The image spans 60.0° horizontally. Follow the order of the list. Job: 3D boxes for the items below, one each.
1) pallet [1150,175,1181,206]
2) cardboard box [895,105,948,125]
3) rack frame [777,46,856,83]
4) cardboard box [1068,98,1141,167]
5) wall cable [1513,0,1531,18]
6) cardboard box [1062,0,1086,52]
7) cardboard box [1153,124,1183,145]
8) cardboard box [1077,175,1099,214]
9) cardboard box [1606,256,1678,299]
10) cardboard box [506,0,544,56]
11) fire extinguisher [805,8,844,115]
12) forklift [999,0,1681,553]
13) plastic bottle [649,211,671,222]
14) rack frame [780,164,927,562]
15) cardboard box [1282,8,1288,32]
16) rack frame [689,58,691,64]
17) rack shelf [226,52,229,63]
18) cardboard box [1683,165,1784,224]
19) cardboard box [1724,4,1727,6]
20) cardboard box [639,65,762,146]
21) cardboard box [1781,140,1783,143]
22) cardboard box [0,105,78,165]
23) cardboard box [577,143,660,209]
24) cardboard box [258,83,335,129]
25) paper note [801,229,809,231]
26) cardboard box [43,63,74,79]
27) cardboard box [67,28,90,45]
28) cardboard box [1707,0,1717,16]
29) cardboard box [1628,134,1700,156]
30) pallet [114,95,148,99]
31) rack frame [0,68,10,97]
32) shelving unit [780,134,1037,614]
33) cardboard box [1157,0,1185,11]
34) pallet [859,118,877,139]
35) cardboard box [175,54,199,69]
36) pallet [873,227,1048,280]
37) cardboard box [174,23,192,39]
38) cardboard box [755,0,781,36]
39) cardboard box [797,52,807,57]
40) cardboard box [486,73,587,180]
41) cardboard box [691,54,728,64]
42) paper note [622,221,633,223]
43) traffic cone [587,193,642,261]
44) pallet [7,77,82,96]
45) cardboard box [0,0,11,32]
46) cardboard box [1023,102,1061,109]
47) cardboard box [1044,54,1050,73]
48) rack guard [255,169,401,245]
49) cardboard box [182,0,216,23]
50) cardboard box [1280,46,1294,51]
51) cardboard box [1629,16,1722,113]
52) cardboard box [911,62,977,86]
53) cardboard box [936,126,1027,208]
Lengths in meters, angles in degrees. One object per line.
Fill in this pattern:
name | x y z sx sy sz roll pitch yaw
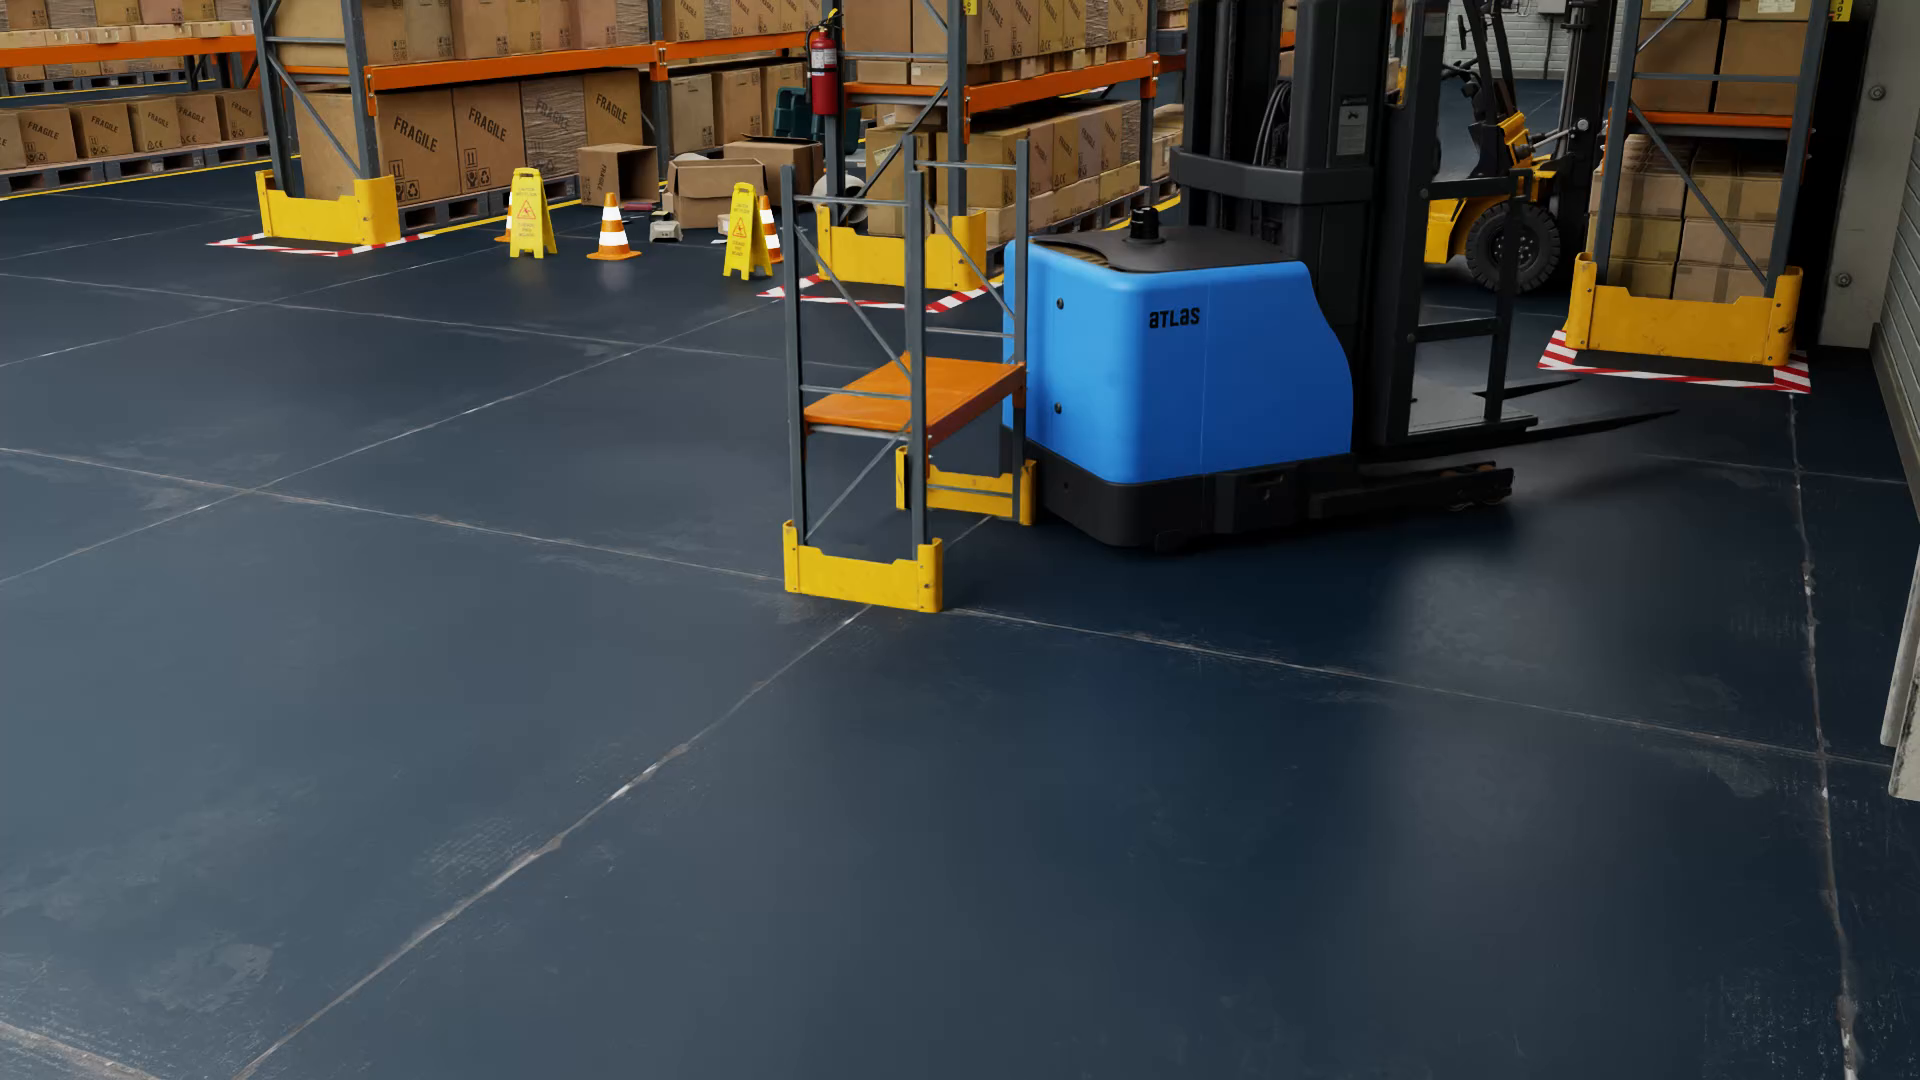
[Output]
pallet | 1.521 -3.330 15.517 1.003 0.211 1.213 9 21 23
cardboard box | -0.255 -3.146 12.228 0.380 0.149 0.250 9 22 24
rack frame | -1.716 -6.277 19.641 1.000 3.000 0.127 9 21 23
cardboard box | 1.206 -3.443 14.032 0.500 0.500 0.500 8 21 22
wall cable | 9.704 -10.088 28.843 0.588 1.984 0.122 9 21 23
cardboard box | 0.630 -3.948 12.500 0.500 0.500 0.500 8 21 22
cardboard box | 1.708 -3.746 15.821 0.950 0.372 0.625 10 22 26
cardboard box | 0.786 -2.771 13.261 0.500 0.250 0.500 9 21 24
cardboard box | 4.000 -1.592 9.946 0.500 0.250 0.500 9 21 23
cardboard box | -4.152 -4.514 14.461 0.875 0.550 0.500 9 21 23
fire extinguisher | -0.901 -3.174 11.034 0.296 0.674 0.183 9 21 23
forklift | 1.722 -1.647 6.727 3.031 2.935 1.130 -9 21 -23
plastic bottle | -2.542 -2.752 14.115 0.133 0.061 0.283 1 20 4
rack frame | -0.351 -0.492 5.615 0.500 1.500 0.032 8 21 20
cardboard box | 3.272 -5.673 18.167 0.500 0.250 0.500 8 21 22
rack frame | -4.561 -8.211 25.080 1.000 3.000 0.127 9 21 23
rack shelf | -7.018 -6.038 20.043 1.077 0.370 4.000 9 21 23
cardboard box | 4.465 -1.997 9.593 0.500 0.250 0.500 8 21 22
cardboard box | 5.116 -3.511 11.716 0.500 0.500 0.500 9 21 24
cardboard box | -2.783 -4.688 17.905 1.050 0.750 0.750 9 21 23
cardboard box | 5.515 -2.765 11.752 0.500 0.250 0.500 8 21 22
cardboard box | -8.991 -3.939 16.171 0.500 0.500 0.500 15 25 37
cardboard box | -3.053 -3.262 14.891 0.500 0.500 0.500 13 23 32
cardboard box | -7.566 -4.980 19.068 0.700 0.500 0.500 7 21 19
paper note | -1.271 -2.524 13.552 0.032 0.001 0.123 9 21 23
cardboard box | -14.579 -7.639 26.545 0.500 0.500 0.500 8 21 21
cardboard box | -8.635 -4.862 16.037 0.380 0.149 0.250 9 21 23
cardboard box | 4.222 -3.153 9.741 0.380 0.149 0.250 9 21 24
cardboard box | 4.838 -2.686 11.528 0.500 0.250 0.500 9 22 25
pallet | -11.071 -6.122 23.369 1.003 0.211 1.213 9 21 23
rack frame | -15.235 -8.348 25.467 1.000 3.000 0.127 9 21 23
shelving unit | -0.161 -0.654 6.068 0.587 1.500 1.083 8 21 20
cardboard box | 1.657 -4.895 14.535 0.500 0.500 0.500 9 22 24
pallet | -1.394 -5.201 20.779 1.003 0.211 1.213 9 21 23
cardboard box | -13.538 -8.411 28.716 0.500 0.500 0.500 8 21 22
pallet | -0.038 -2.136 12.159 1.003 0.211 1.213 9 21 23
cardboard box | -8.149 -5.247 17.122 0.380 0.149 0.250 9 21 23
cardboard box | -2.271 -5.687 17.834 0.500 0.500 0.500 9 21 24
cardboard box | -1.675 -5.895 20.553 0.500 0.250 0.500 8 21 21
cardboard box | -4.041 -3.792 15.199 0.875 0.875 0.875 9 21 23
cardboard box | -4.218 -7.598 25.902 0.875 0.875 0.875 9 21 23
paper note | -2.818 -2.665 13.919 0.144 0.017 0.142 18 26 41
traffic cone | -2.587 -2.344 12.370 0.336 0.463 0.334 9 21 23
pallet | -14.895 -7.258 26.561 1.003 0.211 1.213 9 21 23
cardboard box | -9.225 -4.894 15.161 0.875 0.500 0.500 9 21 23
cardboard box | 0.507 -3.353 13.777 0.500 0.500 0.500 9 22 25
cardboard box | 0.441 -3.533 12.301 0.380 0.149 0.250 9 22 25
rack guard | -5.001 -2.646 13.163 1.175 0.500 0.348 9 21 23
cardboard box | -8.315 -5.675 17.358 0.875 0.500 0.500 9 21 23
cardboard box | 3.569 -5.297 19.430 0.875 0.875 0.875 9 21 23
cardboard box | 4.058 -2.736 9.537 0.500 0.500 0.500 8 21 21
cardboard box | -0.106 -3.140 11.196 0.380 0.149 0.250 9 21 23
cardboard box | 0.158 -2.654 11.814 0.500 0.500 0.500 8 21 21
